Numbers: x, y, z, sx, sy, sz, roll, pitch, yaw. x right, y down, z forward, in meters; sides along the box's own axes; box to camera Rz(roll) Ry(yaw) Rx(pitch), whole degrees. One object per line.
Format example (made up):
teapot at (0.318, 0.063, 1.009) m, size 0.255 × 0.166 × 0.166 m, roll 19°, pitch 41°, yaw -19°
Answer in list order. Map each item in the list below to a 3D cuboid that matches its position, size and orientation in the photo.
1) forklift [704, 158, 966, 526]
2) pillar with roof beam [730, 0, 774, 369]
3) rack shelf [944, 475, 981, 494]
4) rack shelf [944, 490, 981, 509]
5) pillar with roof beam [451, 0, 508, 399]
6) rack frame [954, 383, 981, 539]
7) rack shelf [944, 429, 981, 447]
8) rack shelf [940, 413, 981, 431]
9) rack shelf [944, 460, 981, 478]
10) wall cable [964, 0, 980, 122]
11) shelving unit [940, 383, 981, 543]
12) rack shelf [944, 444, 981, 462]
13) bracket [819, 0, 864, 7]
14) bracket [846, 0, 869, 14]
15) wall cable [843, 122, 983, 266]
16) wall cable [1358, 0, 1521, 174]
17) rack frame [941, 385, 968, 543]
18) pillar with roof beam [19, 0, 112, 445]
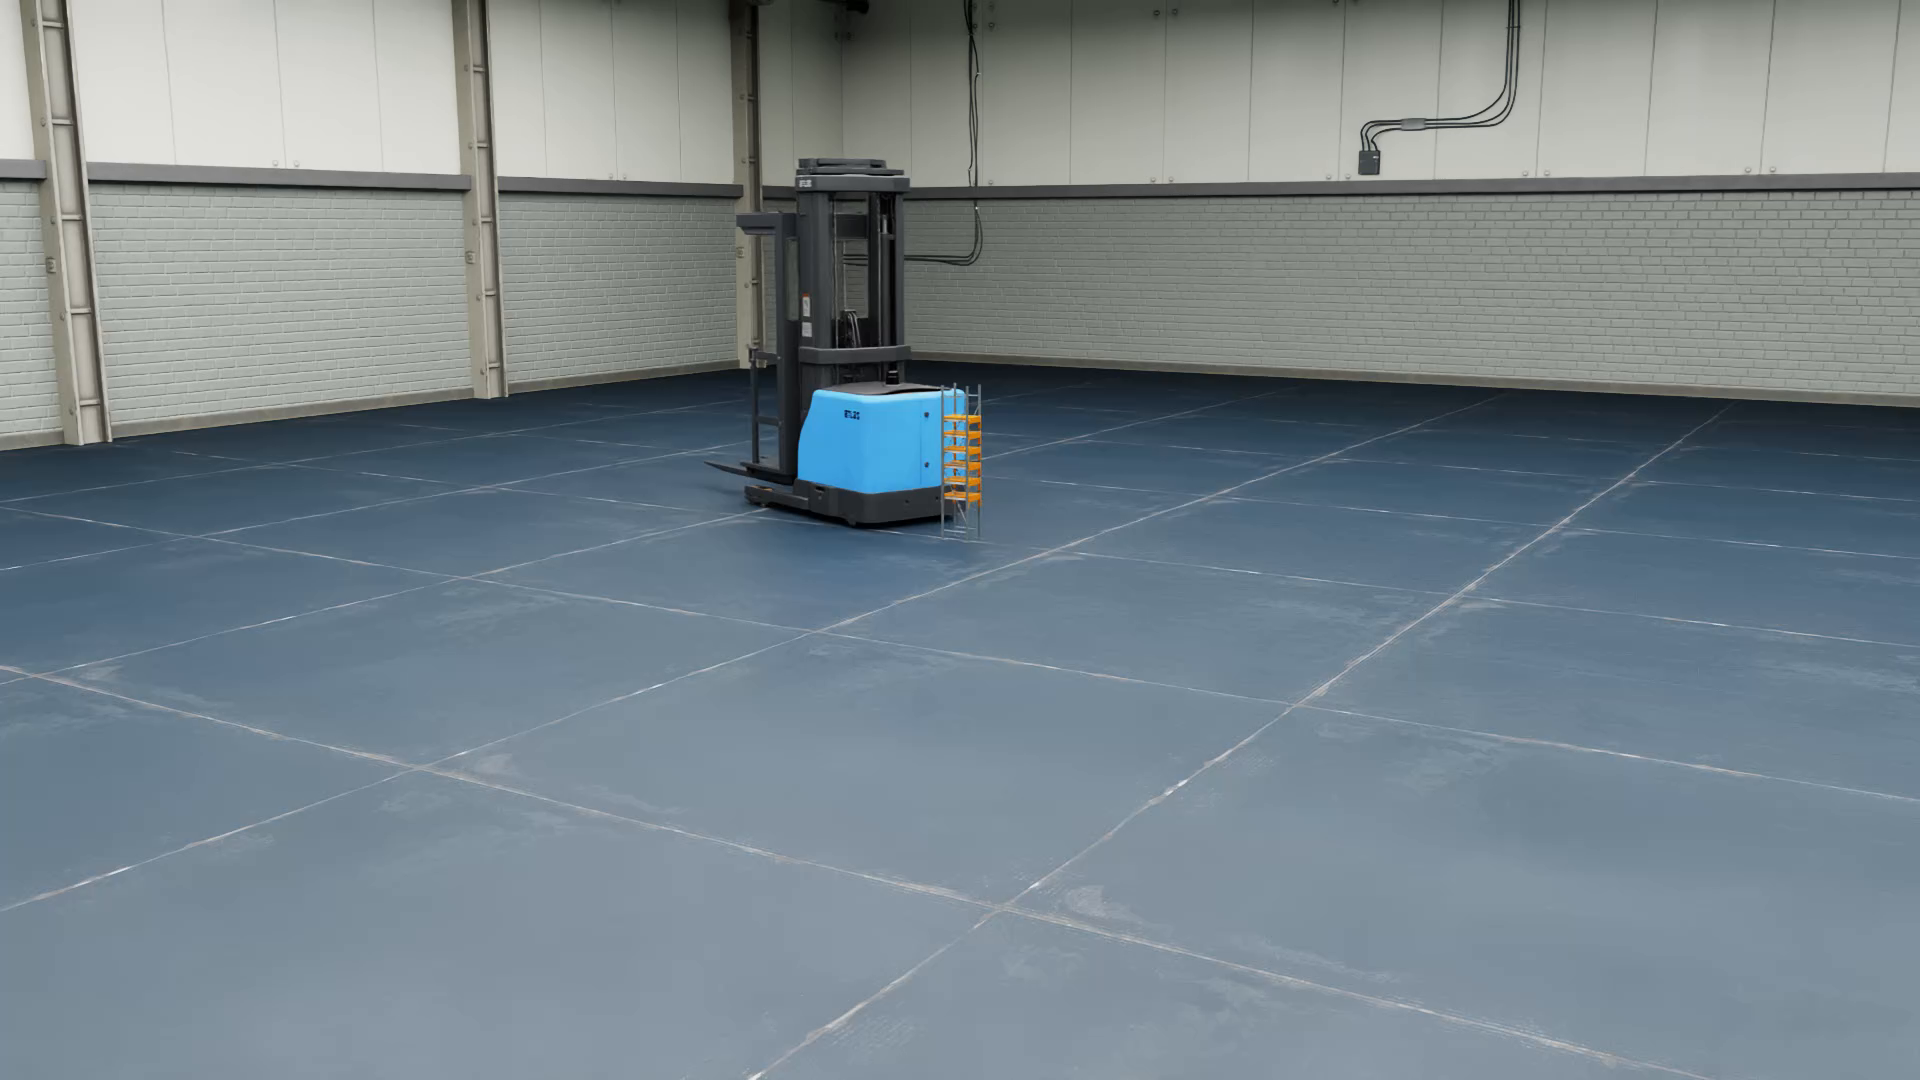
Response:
forklift at (-1.224, -1.773, 14.374) m, size 1.130 × 2.935 × 3.031 m, roll -8°, pitch 13°, yaw -36°
pillar with roof beam at (0.080, -7.000, 25.802) m, size 9.100 × 9.000 × 0.548 m, roll 6°, pitch 12°, yaw 31°
rack shelf at (0.008, -0.430, 12.801) m, size 0.258 × 0.103 × 0.180 m, roll 6°, pitch 12°, yaw 31°
rack shelf at (0.008, -0.312, 12.823) m, size 0.258 × 0.103 × 0.180 m, roll 6°, pitch 12°, yaw 31°
pillar with roof beam at (-3.035, -6.056, 20.762) m, size 9.100 × 9.000 × 0.400 m, roll 6°, pitch 12°, yaw 31°
rack frame at (0.055, -0.606, 12.847) m, size 0.240 × 1.200 × 0.006 m, roll 6°, pitch 12°, yaw 31°
rack shelf at (0.008, -0.784, 12.734) m, size 0.258 × 0.103 × 0.180 m, roll 6°, pitch 12°, yaw 31°
rack shelf at (0.008, -0.902, 12.712) m, size 0.258 × 0.103 × 0.180 m, roll 6°, pitch 12°, yaw 31°
rack shelf at (0.008, -0.548, 12.779) m, size 0.258 × 0.103 × 0.180 m, roll 6°, pitch 12°, yaw 31°
wall cable at (1.372, -8.445, 28.240) m, size 3.097 × 2.526 × 0.112 m, roll 6°, pitch 12°, yaw 31°
shelving unit at (0.008, -0.592, 12.770) m, size 0.258 × 1.200 × 0.189 m, roll 6°, pitch 12°, yaw 31°
rack shelf at (0.008, -0.666, 12.757) m, size 0.258 × 0.103 × 0.180 m, roll 6°, pitch 12°, yaw 31°
bracket at (-2.157, -9.491, 29.330) m, size 0.076 × 0.066 × 3.189 m, roll 6°, pitch 12°, yaw 31°
bracket at (-1.850, -9.584, 29.826) m, size 0.235 × 0.232 × 0.430 m, roll 6°, pitch 12°, yaw 31°
wall cable at (-0.940, -6.222, 30.085) m, size 3.097 × 2.526 × 0.112 m, roll 6°, pitch 12°, yaw 31°
wall cable at (7.165, -8.510, 24.628) m, size 2.305 × 6.003 × 0.169 m, roll 6°, pitch 12°, yaw 31°
rack frame at (-0.040, -0.578, 12.694) m, size 0.240 × 1.200 × 0.006 m, roll 6°, pitch 12°, yaw 31°
pillar with roof beam at (-6.150, -5.112, 15.721) m, size 9.100 × 9.000 × 0.400 m, roll 6°, pitch 12°, yaw 31°
